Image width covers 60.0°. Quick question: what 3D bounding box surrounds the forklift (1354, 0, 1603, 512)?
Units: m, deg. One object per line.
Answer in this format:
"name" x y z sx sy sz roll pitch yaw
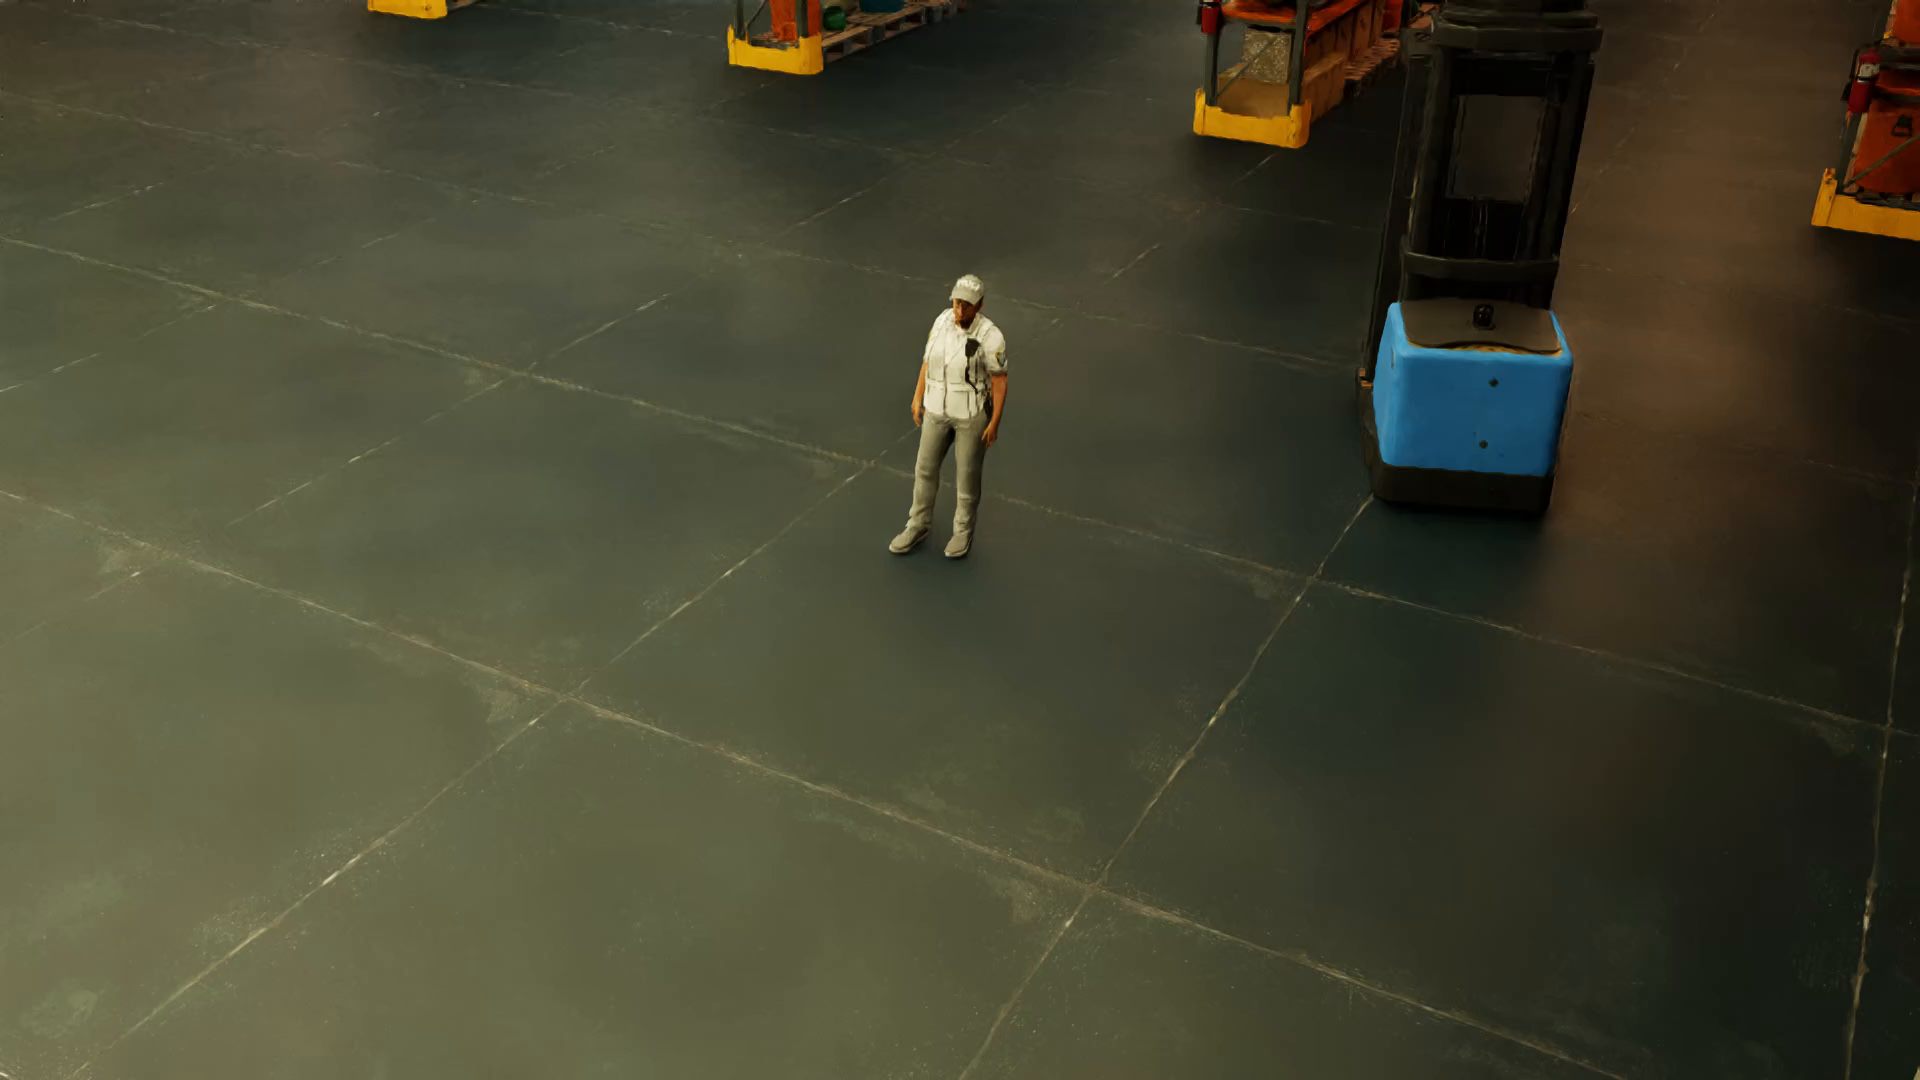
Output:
"forklift" 3.321 -2.160 10.813 1.130 2.935 3.031 4 30 8

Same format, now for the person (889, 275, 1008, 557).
"person" -0.057 -0.700 9.534 0.598 1.669 0.529 15 33 25
